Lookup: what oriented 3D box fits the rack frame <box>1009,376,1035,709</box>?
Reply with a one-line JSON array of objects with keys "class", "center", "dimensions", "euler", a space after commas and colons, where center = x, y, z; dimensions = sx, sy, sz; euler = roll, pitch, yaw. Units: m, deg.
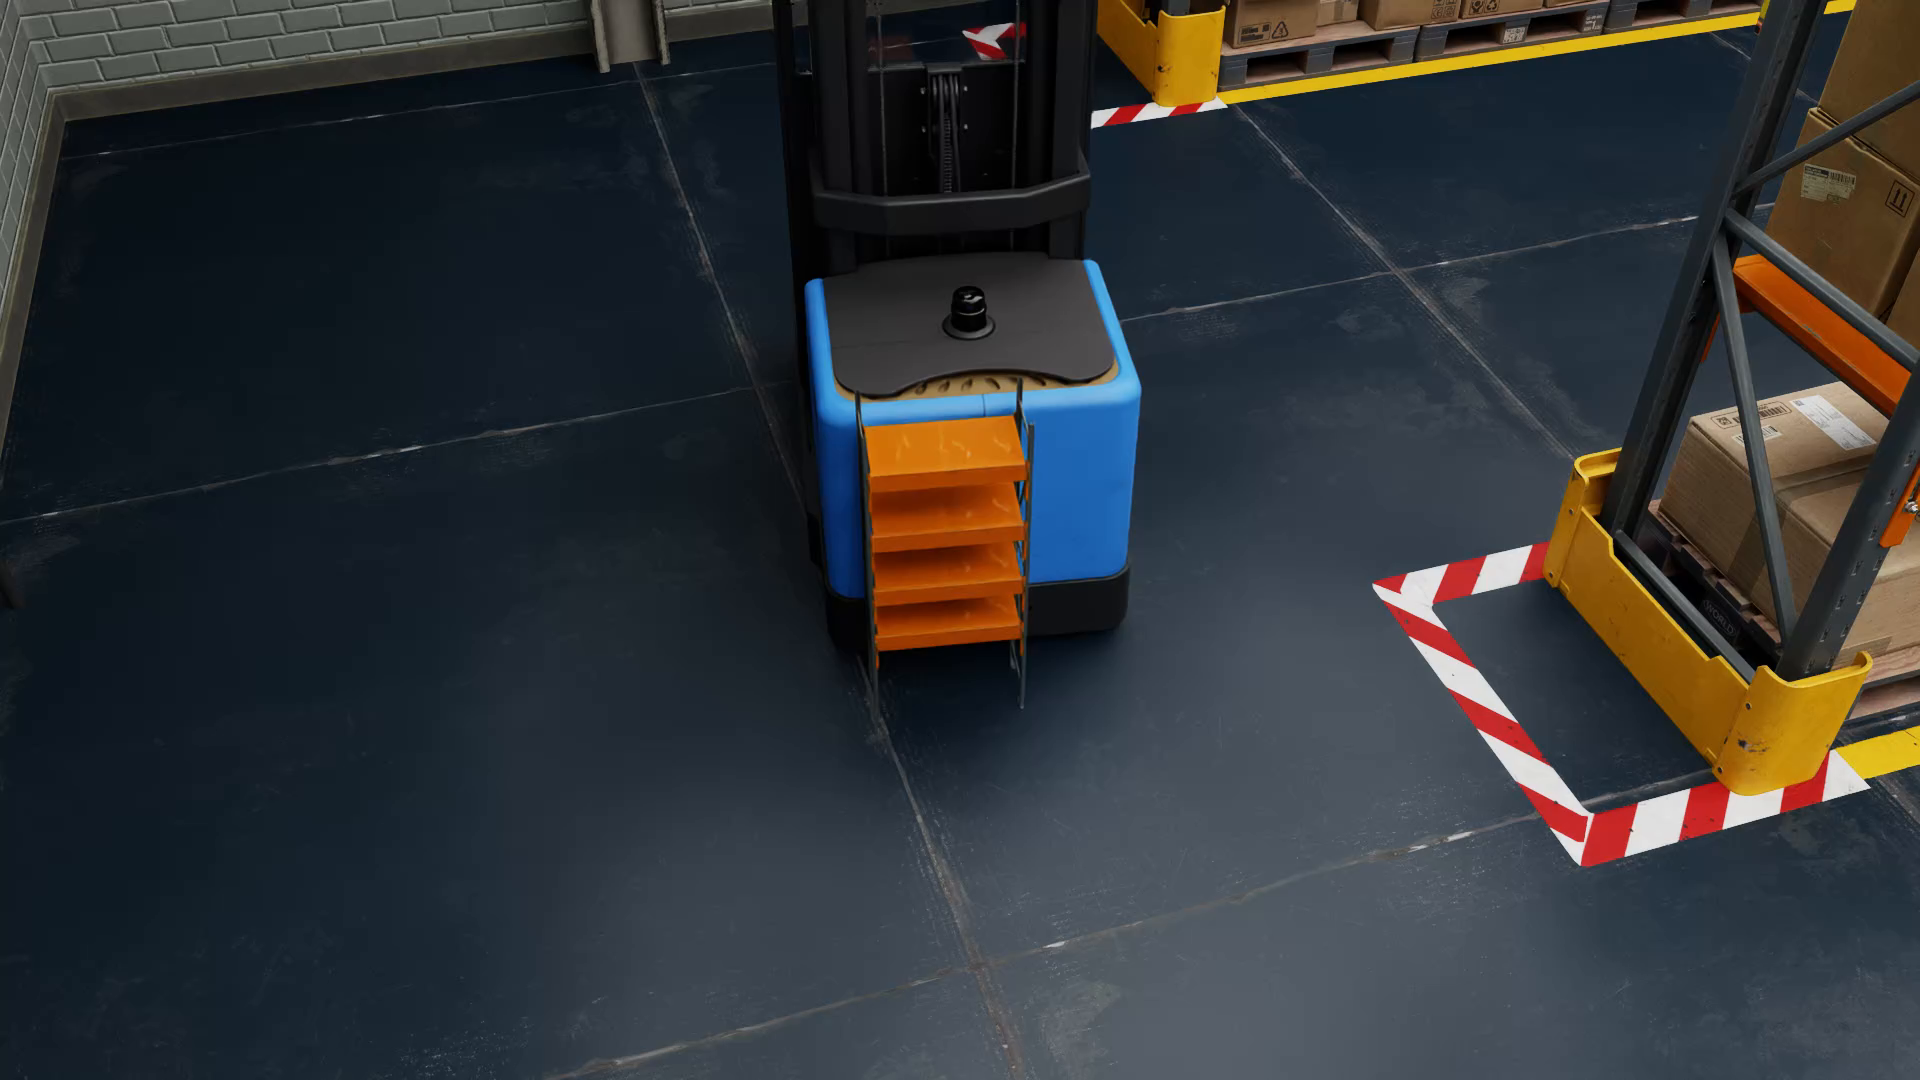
[{"class": "rack frame", "center": [0.194, 0.040, 5.292], "dimensions": [0.015, 1.200, 0.240], "euler": [-5, 41, -6]}]

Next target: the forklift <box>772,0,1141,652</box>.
[{"class": "forklift", "center": [-0.114, -1.689, 5.956], "dimensions": [1.130, 2.935, 3.031], "euler": [-5, 41, -6]}]

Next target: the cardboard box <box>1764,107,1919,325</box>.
[{"class": "cardboard box", "center": [2.864, -1.005, 5.044], "dimensions": [0.500, 0.500, 0.500], "euler": [-11, 42, -13]}]

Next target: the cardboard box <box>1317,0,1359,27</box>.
[{"class": "cardboard box", "center": [2.018, -3.025, 9.281], "dimensions": [0.250, 0.149, 0.380], "euler": [-13, 43, -15]}]

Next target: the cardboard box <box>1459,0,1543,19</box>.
[{"class": "cardboard box", "center": [2.963, -3.284, 9.310], "dimensions": [0.500, 0.500, 0.500], "euler": [-11, 42, -12]}]

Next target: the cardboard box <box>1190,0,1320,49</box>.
[{"class": "cardboard box", "center": [1.601, -3.099, 9.096], "dimensions": [0.637, 0.503, 0.797], "euler": [-13, 43, -15]}]

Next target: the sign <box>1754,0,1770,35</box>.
[{"class": "sign", "center": [2.334, -1.574, 4.712], "dimensions": [0.005, 0.325, 0.100], "euler": [-12, 42, -13]}]

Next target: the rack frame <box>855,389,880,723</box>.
[{"class": "rack frame", "center": [-0.290, 0.081, 5.246], "dimensions": [0.015, 1.200, 0.240], "euler": [-5, 41, -6]}]

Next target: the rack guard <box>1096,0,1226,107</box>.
[{"class": "rack guard", "center": [1.062, -2.894, 9.182], "dimensions": [0.348, 0.500, 1.175], "euler": [-12, 42, -13]}]

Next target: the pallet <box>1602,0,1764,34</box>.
[{"class": "pallet", "center": [4.149, -3.425, 10.010], "dimensions": [1.213, 0.211, 1.003], "euler": [-12, 42, -13]}]

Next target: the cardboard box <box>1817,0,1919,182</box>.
[{"class": "cardboard box", "center": [2.872, -1.365, 4.696], "dimensions": [0.500, 0.500, 0.500], "euler": [-10, 42, -12]}]

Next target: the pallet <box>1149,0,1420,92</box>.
[{"class": "pallet", "center": [1.822, -2.943, 9.458], "dimensions": [1.213, 0.211, 1.003], "euler": [-12, 42, -13]}]

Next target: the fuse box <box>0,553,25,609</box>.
[{"class": "fuse box", "center": [-3.379, -0.438, 5.451], "dimensions": [0.414, 1.711, 0.539], "euler": [-12, 42, -13]}]

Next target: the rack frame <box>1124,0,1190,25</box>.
[{"class": "rack frame", "center": [0.989, -3.820, 8.342], "dimensions": [0.127, 3.000, 1.000], "euler": [-12, 42, -13]}]

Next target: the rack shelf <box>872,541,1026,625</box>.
[{"class": "rack shelf", "center": [-0.048, 0.111, 5.313], "dimensions": [0.480, 0.148, 0.258], "euler": [-5, 41, -6]}]

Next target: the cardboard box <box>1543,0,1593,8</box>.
[{"class": "cardboard box", "center": [3.418, -3.448, 9.497], "dimensions": [0.500, 0.500, 0.700], "euler": [-13, 43, -15]}]

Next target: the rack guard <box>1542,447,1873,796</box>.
[{"class": "rack guard", "center": [2.461, 0.240, 5.595], "dimensions": [0.348, 0.500, 1.175], "euler": [-12, 42, -13]}]

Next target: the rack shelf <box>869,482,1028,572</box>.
[{"class": "rack shelf", "center": [-0.048, -0.058, 5.166], "dimensions": [0.480, 0.148, 0.258], "euler": [-5, 41, -6]}]

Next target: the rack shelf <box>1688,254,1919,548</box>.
[{"class": "rack shelf", "center": [4.392, -0.830, 5.467], "dimensions": [4.000, 0.370, 1.077], "euler": [-12, 42, -13]}]

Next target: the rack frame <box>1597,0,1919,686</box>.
[{"class": "rack frame", "center": [2.484, -0.706, 4.778], "dimensions": [0.127, 3.000, 1.000], "euler": [-12, 42, -13]}]

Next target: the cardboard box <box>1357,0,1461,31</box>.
[{"class": "cardboard box", "center": [2.428, -3.243, 9.262], "dimensions": [0.500, 0.500, 0.700], "euler": [-10, 42, -11]}]

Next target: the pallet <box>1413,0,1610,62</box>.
[{"class": "pallet", "center": [2.984, -3.182, 9.731], "dimensions": [1.213, 0.211, 1.003], "euler": [-12, 42, -13]}]

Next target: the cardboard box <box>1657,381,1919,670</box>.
[{"class": "cardboard box", "center": [3.083, -0.092, 5.704], "dimensions": [0.875, 0.438, 0.875], "euler": [-13, 43, -15]}]

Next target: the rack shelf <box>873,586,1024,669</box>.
[{"class": "rack shelf", "center": [-0.048, 0.260, 5.444], "dimensions": [0.480, 0.148, 0.258], "euler": [-5, 41, -6]}]

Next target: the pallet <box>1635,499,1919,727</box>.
[{"class": "pallet", "center": [3.223, 0.137, 5.932], "dimensions": [1.213, 0.211, 1.003], "euler": [-12, 42, -13]}]

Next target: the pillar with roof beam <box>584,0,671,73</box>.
[{"class": "pillar with roof beam", "center": [-0.560, -3.410, 3.314], "dimensions": [0.400, 9.000, 9.100], "euler": [-12, 42, -13]}]

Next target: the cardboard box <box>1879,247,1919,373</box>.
[{"class": "cardboard box", "center": [3.028, -0.658, 4.647], "dimensions": [0.500, 0.500, 0.500], "euler": [-12, 43, -13]}]

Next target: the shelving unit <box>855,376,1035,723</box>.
[{"class": "shelving unit", "center": [-0.048, 0.060, 5.269], "dimensions": [0.503, 1.200, 0.258], "euler": [-5, 41, -6]}]

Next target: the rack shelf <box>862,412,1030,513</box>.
[{"class": "rack shelf", "center": [-0.048, -0.236, 5.010], "dimensions": [0.480, 0.148, 0.258], "euler": [-5, 41, -6]}]
